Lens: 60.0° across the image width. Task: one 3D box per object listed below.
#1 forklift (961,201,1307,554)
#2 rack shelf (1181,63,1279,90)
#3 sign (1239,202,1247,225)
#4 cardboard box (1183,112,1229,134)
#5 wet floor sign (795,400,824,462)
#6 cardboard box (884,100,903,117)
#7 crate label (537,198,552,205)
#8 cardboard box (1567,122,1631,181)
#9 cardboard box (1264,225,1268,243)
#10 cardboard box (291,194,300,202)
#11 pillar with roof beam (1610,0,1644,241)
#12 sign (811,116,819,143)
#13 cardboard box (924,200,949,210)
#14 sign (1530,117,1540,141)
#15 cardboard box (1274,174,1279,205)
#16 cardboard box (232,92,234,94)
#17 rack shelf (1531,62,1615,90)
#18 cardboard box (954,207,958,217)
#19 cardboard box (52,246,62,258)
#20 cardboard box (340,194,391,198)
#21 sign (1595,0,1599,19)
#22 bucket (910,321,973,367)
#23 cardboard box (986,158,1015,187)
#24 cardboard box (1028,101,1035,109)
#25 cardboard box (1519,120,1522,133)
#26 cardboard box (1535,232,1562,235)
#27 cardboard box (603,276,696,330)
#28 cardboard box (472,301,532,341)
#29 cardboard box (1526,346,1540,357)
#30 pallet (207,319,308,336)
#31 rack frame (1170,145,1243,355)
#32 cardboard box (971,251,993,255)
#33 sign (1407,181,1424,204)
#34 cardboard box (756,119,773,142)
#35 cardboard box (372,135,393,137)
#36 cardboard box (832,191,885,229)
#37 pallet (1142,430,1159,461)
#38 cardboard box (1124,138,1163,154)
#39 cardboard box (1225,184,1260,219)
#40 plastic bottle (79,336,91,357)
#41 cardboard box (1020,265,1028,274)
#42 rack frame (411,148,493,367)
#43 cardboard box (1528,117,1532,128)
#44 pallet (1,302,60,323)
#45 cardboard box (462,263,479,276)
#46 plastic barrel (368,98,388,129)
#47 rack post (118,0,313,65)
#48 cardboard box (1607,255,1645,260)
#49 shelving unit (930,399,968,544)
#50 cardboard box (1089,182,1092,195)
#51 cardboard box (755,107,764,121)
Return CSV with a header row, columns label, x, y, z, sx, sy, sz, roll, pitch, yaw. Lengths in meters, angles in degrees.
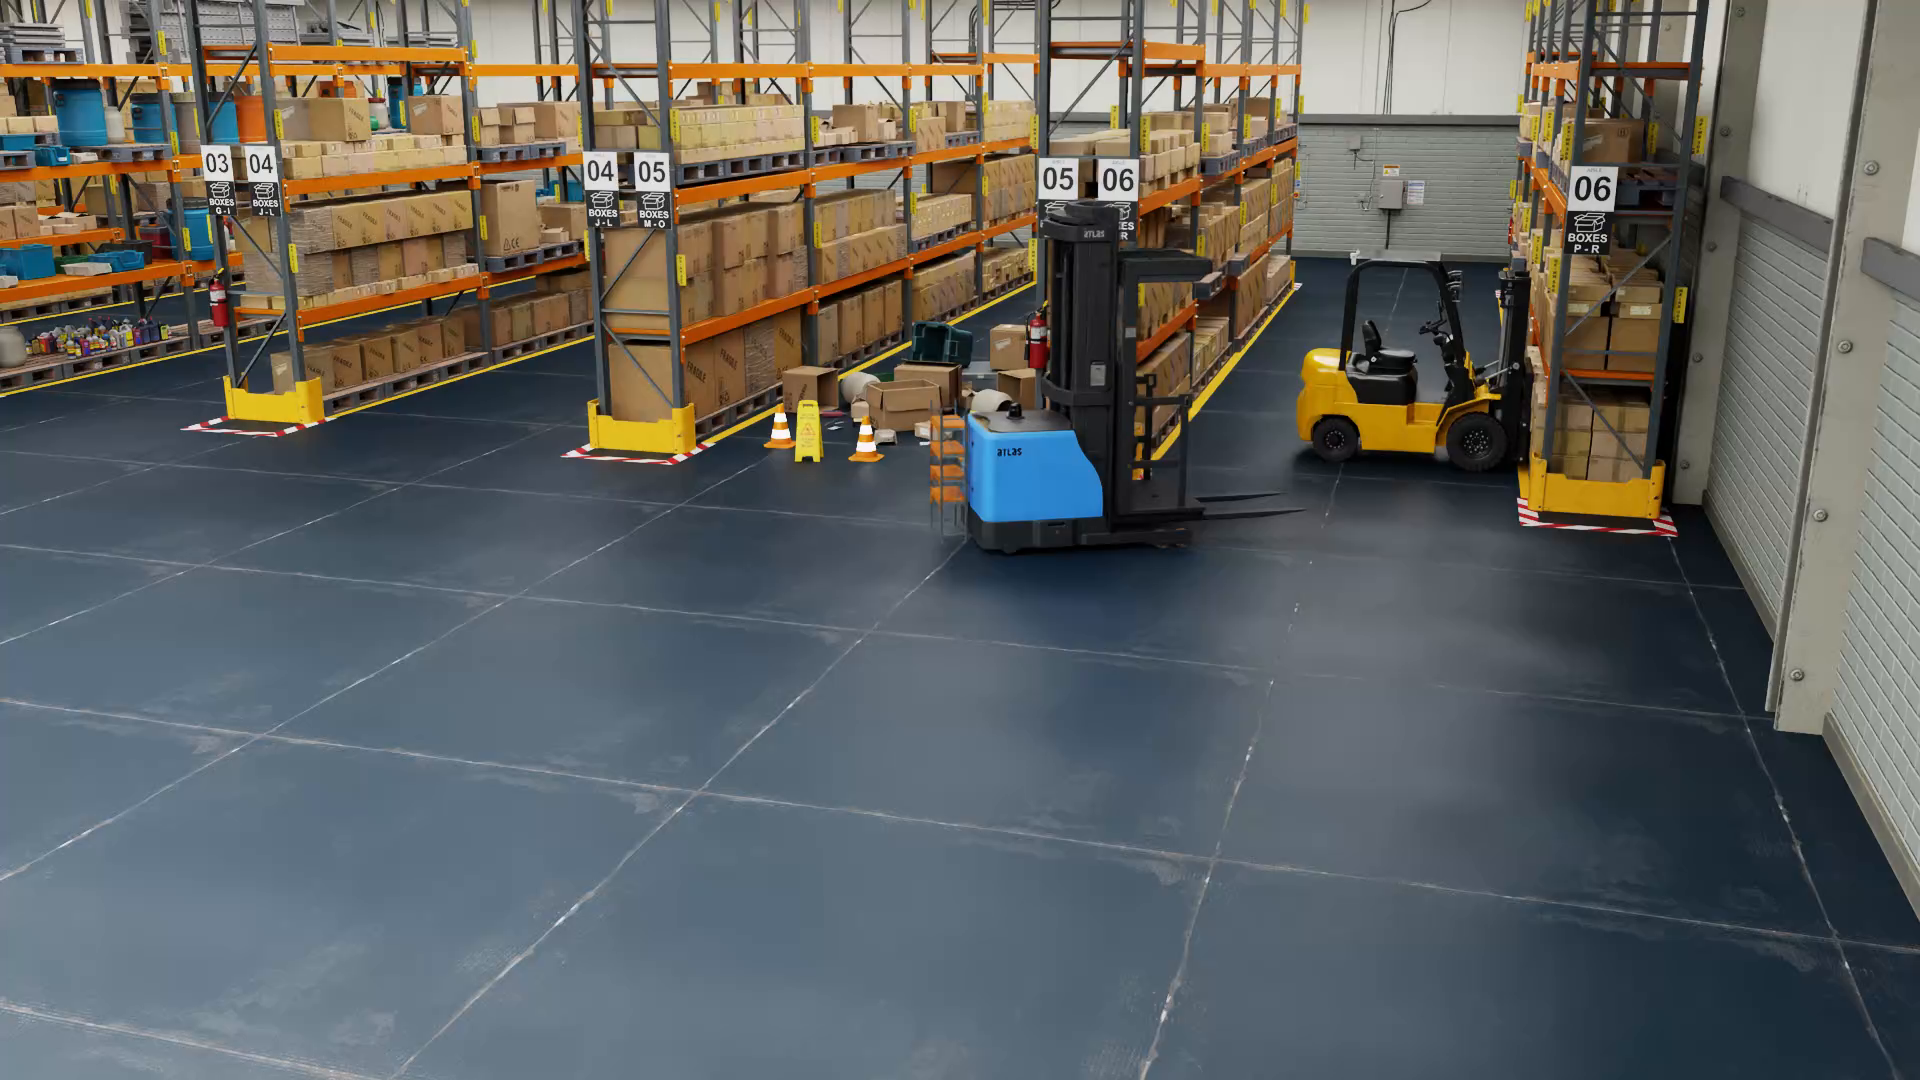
label,x,y,z,sx,sy,sz,roll,pitch,yaw
forklift,1.578,-1.476,14.662,3.031,2.935,1.130,-3,16,-11
rack shelf,4.108,-7.080,25.351,1.077,0.370,4.000,5,16,16
sign,4.063,-4.688,23.885,0.100,0.325,0.005,5,16,16
cardboard box,3.086,-5.229,20.860,0.500,0.250,0.500,4,16,15
wet floor sign,-1.618,-1.180,17.806,0.267,0.644,0.232,2,16,6
cardboard box,-1.023,-6.890,26.541,0.396,0.266,0.258,5,16,16
crate label,-8.647,-6.980,34.313,0.396,0.136,0.243,5,16,16
cardboard box,5.919,-3.608,15.420,0.500,0.500,0.500,5,17,18
cardboard box,4.791,-5.046,27.399,0.500,0.250,0.500,4,16,15
cardboard box,-13.773,-7.088,34.138,0.500,0.500,0.500,5,17,17
pillar with roof beam,6.371,-8.204,27.262,9.100,9.000,0.400,5,16,16
sign,-1.839,-5.207,21.101,0.100,0.325,0.005,5,16,16
cardboard box,-0.396,-5.519,27.392,0.380,0.149,0.250,4,16,13
sign,7.781,-5.559,22.488,0.100,0.325,0.005,5,16,16
cardboard box,5.194,-6.022,28.548,0.500,0.500,0.500,4,16,15
cardboard box,-14.535,-8.408,32.344,0.600,0.600,0.600,3,16,11
rack shelf,8.869,-6.696,23.997,1.077,0.370,4.000,5,16,16
cardboard box,-0.242,-5.512,27.912,0.380,0.149,0.250,4,16,14
cardboard box,-19.132,-6.164,34.234,0.750,0.750,0.750,5,17,17
cardboard box,-7.753,-4.244,21.733,0.500,0.500,0.500,5,16,16
sign,11.100,-9.281,29.059,0.100,0.325,0.005,5,16,16
bucket,-0.199,-2.462,21.226,0.726,0.611,0.620,11,9,35
cardboard box,0.717,-6.785,30.692,0.500,0.500,0.500,4,16,14
cardboard box,1.226,-8.353,31.912,0.380,0.149,0.250,4,16,15
cardboard box,10.186,-7.337,29.433,0.500,0.250,0.500,4,16,15
cardboard box,7.804,-3.986,22.012,0.380,0.149,0.250,5,17,17
cardboard box,-3.446,-2.646,18.387,0.875,0.550,0.550,5,16,16
cardboard box,-6.749,-3.222,24.468,0.700,0.500,0.500,5,16,16
cardboard box,6.725,-2.037,18.950,0.500,0.250,0.500,4,16,15
pallet,-11.316,-3.502,26.790,1.003,0.211,1.213,5,16,16
rack frame,3.540,-4.209,24.172,1.000,3.000,0.127,5,16,16
cardboard box,0.416,-5.457,31.935,0.380,0.149,0.250,4,16,13
sign,9.899,-7.548,36.118,0.329,0.494,0.001,5,16,16
cardboard box,-2.553,-4.872,19.791,0.500,0.250,0.500,4,16,15
cardboard box,-7.622,-5.221,21.786,0.380,0.149,0.250,5,17,18
cardboard box,-1.514,-4.846,24.404,0.700,0.500,0.500,4,16,15
pallet,1.553,-1.004,17.983,1.003,0.211,1.213,5,16,16
cardboard box,1.893,-4.087,17.243,0.380,0.149,0.250,5,16,16
cardboard box,4.355,-5.245,25.807,0.500,0.500,0.500,5,17,17
plastic bottle,-12.088,-2.681,22.958,0.061,0.283,0.133,5,17,17
cardboard box,1.113,-5.261,32.335,0.380,0.149,0.250,5,17,18
rack frame,-7.098,-3.931,23.192,1.000,3.000,0.127,5,16,16
cardboard box,8.550,-6.135,24.429,0.380,0.149,0.250,5,17,16
pallet,-16.078,-3.875,28.103,1.003,0.211,1.213,5,16,16
cardboard box,-6.877,-3.731,22.947,0.380,0.149,0.250,5,16,16
plastic barrel,-10.351,-7.548,29.427,0.433,0.535,0.433,0,16,0
rack post,-11.370,-7.819,25.540,1.013,1.000,3.121,5,16,16
cardboard box,7.178,-2.972,17.893,0.380,0.149,0.250,4,16,15
shelving unit,-0.101,-0.617,14.805,0.258,1.200,0.503,-3,16,-11
cardboard box,1.139,-3.621,17.062,0.380,0.149,0.250,5,17,16
cardboard box,-2.529,-5.025,19.599,0.380,0.149,0.250,4,16,15
